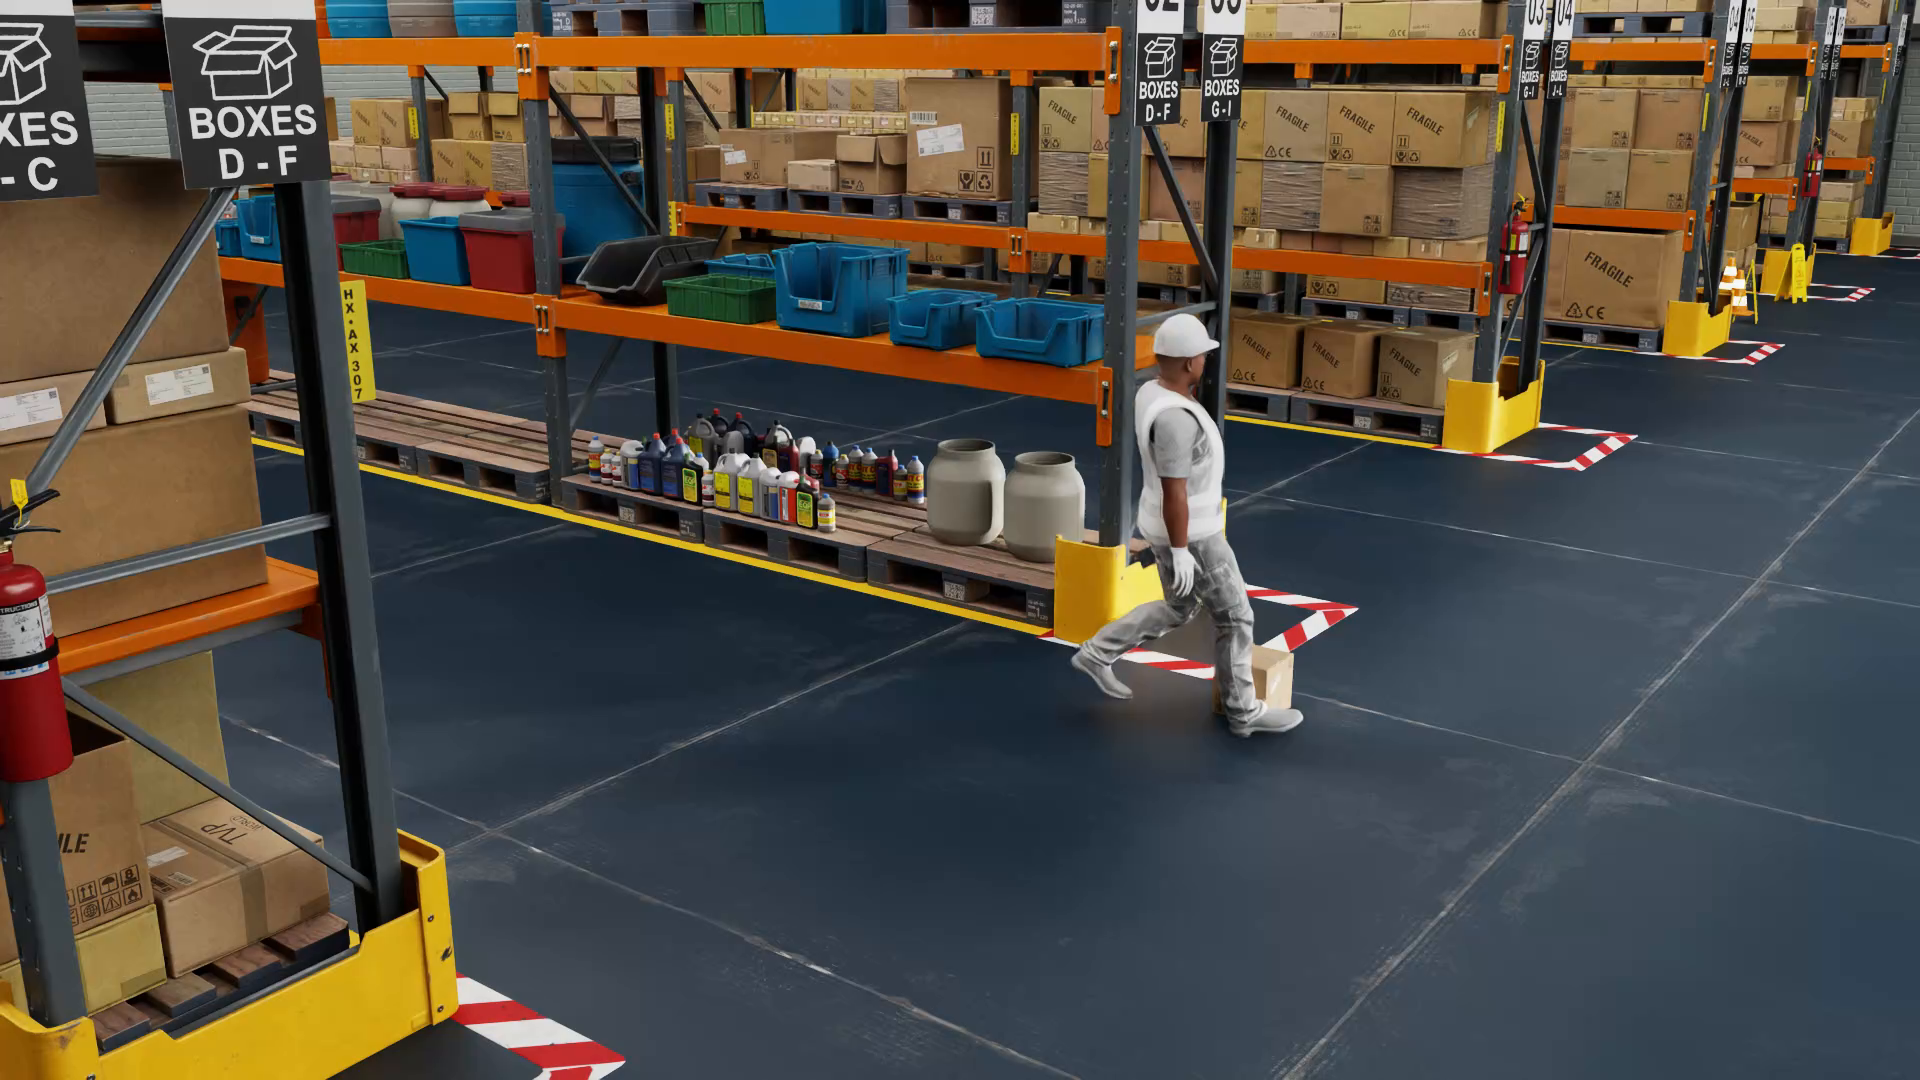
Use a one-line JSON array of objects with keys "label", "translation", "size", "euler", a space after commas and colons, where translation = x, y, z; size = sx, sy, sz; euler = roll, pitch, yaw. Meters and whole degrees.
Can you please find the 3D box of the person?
[{"label": "person", "translation": [0.946, -0.051, 6.738], "size": [0.943, 1.743, 0.579], "euler": [-1, 16, -3]}]
